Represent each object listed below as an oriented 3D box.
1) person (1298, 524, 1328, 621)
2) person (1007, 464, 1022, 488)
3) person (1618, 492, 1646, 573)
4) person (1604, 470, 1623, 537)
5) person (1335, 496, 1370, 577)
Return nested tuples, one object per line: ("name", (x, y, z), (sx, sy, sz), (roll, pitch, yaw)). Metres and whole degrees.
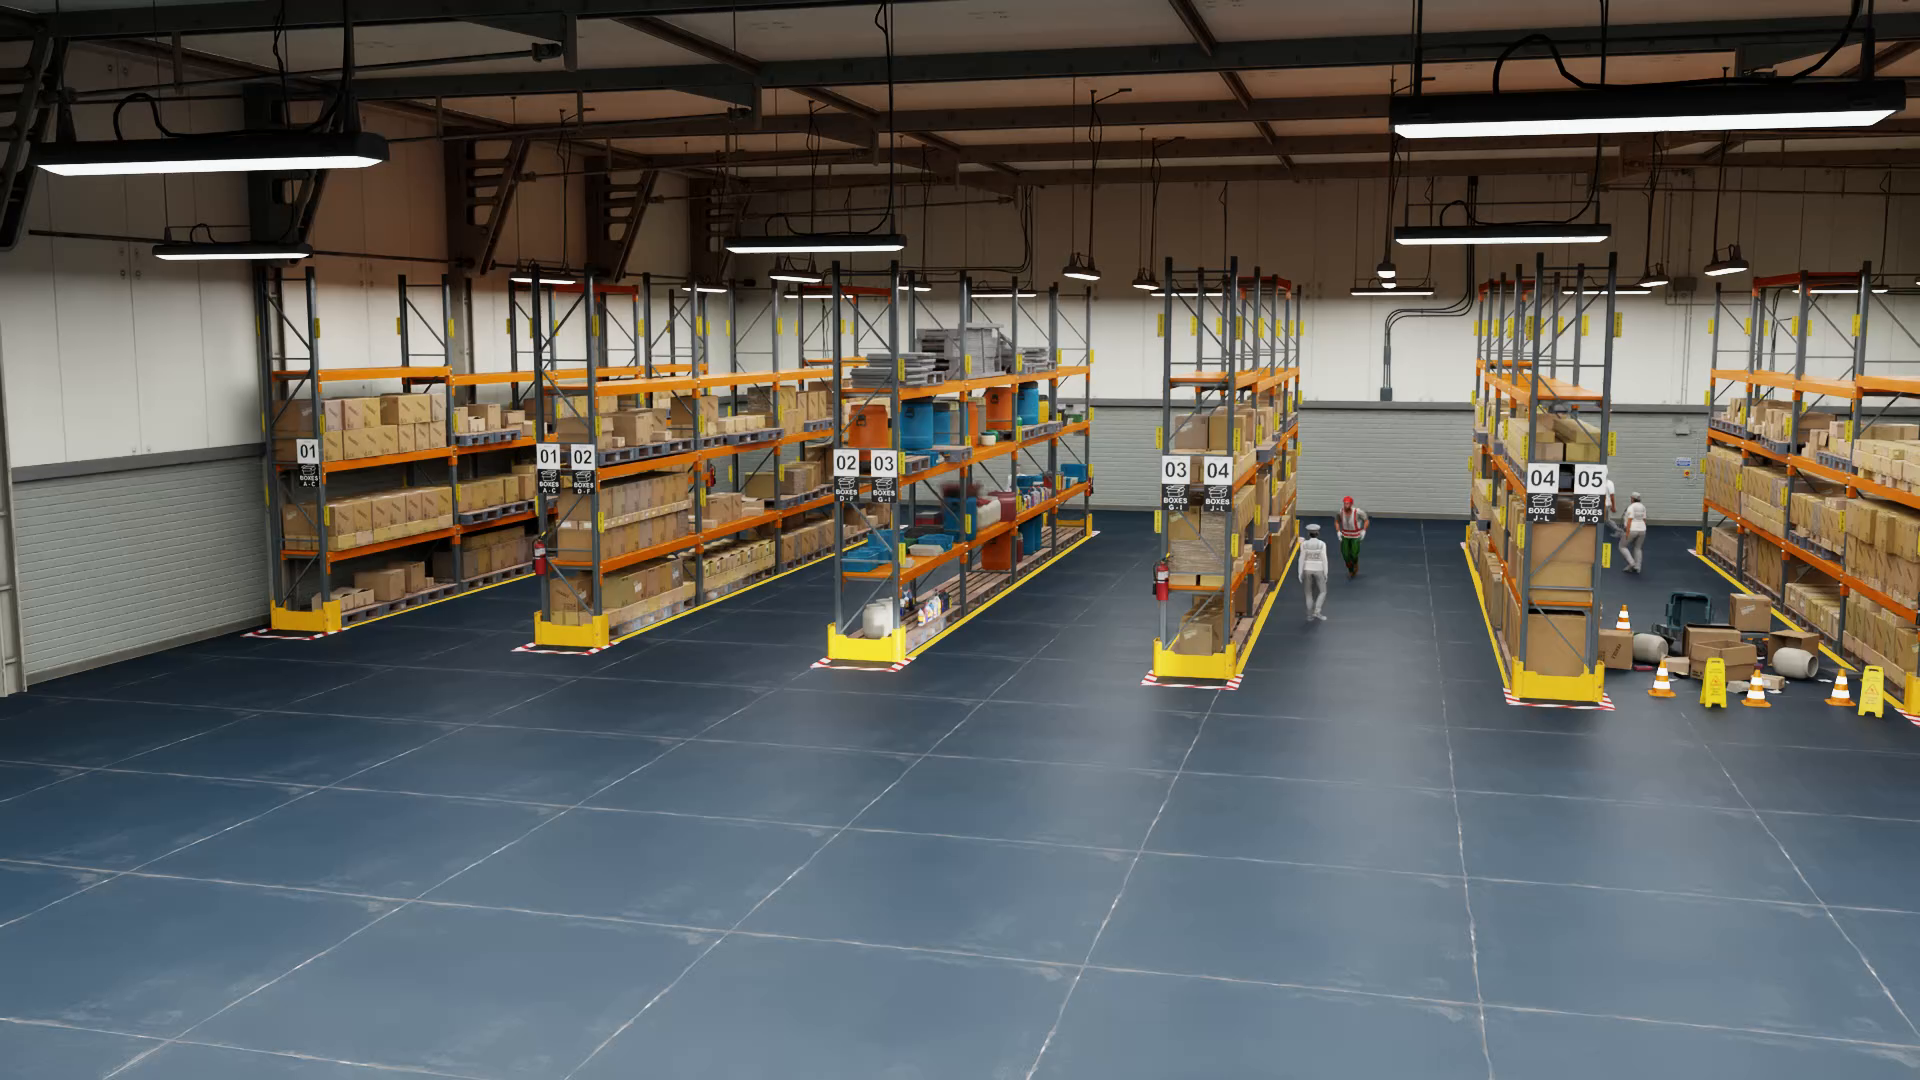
("person", (6.044, 0.573, 28.480), (0.512, 1.674, 0.516), (2, 8, 17))
("person", (1.416, -1.128, 41.832), (0.528, 1.615, 1.034), (2, 7, 12))
("person", (13.859, -0.151, 34.170), (0.535, 1.663, 0.460), (-3, 8, -22))
("person", (15.225, -0.841, 39.320), (1.021, 1.726, 0.564), (-1, 7, -4))
("person", (7.870, -0.062, 33.439), (0.695, 1.680, 0.664), (3, 8, 24))
